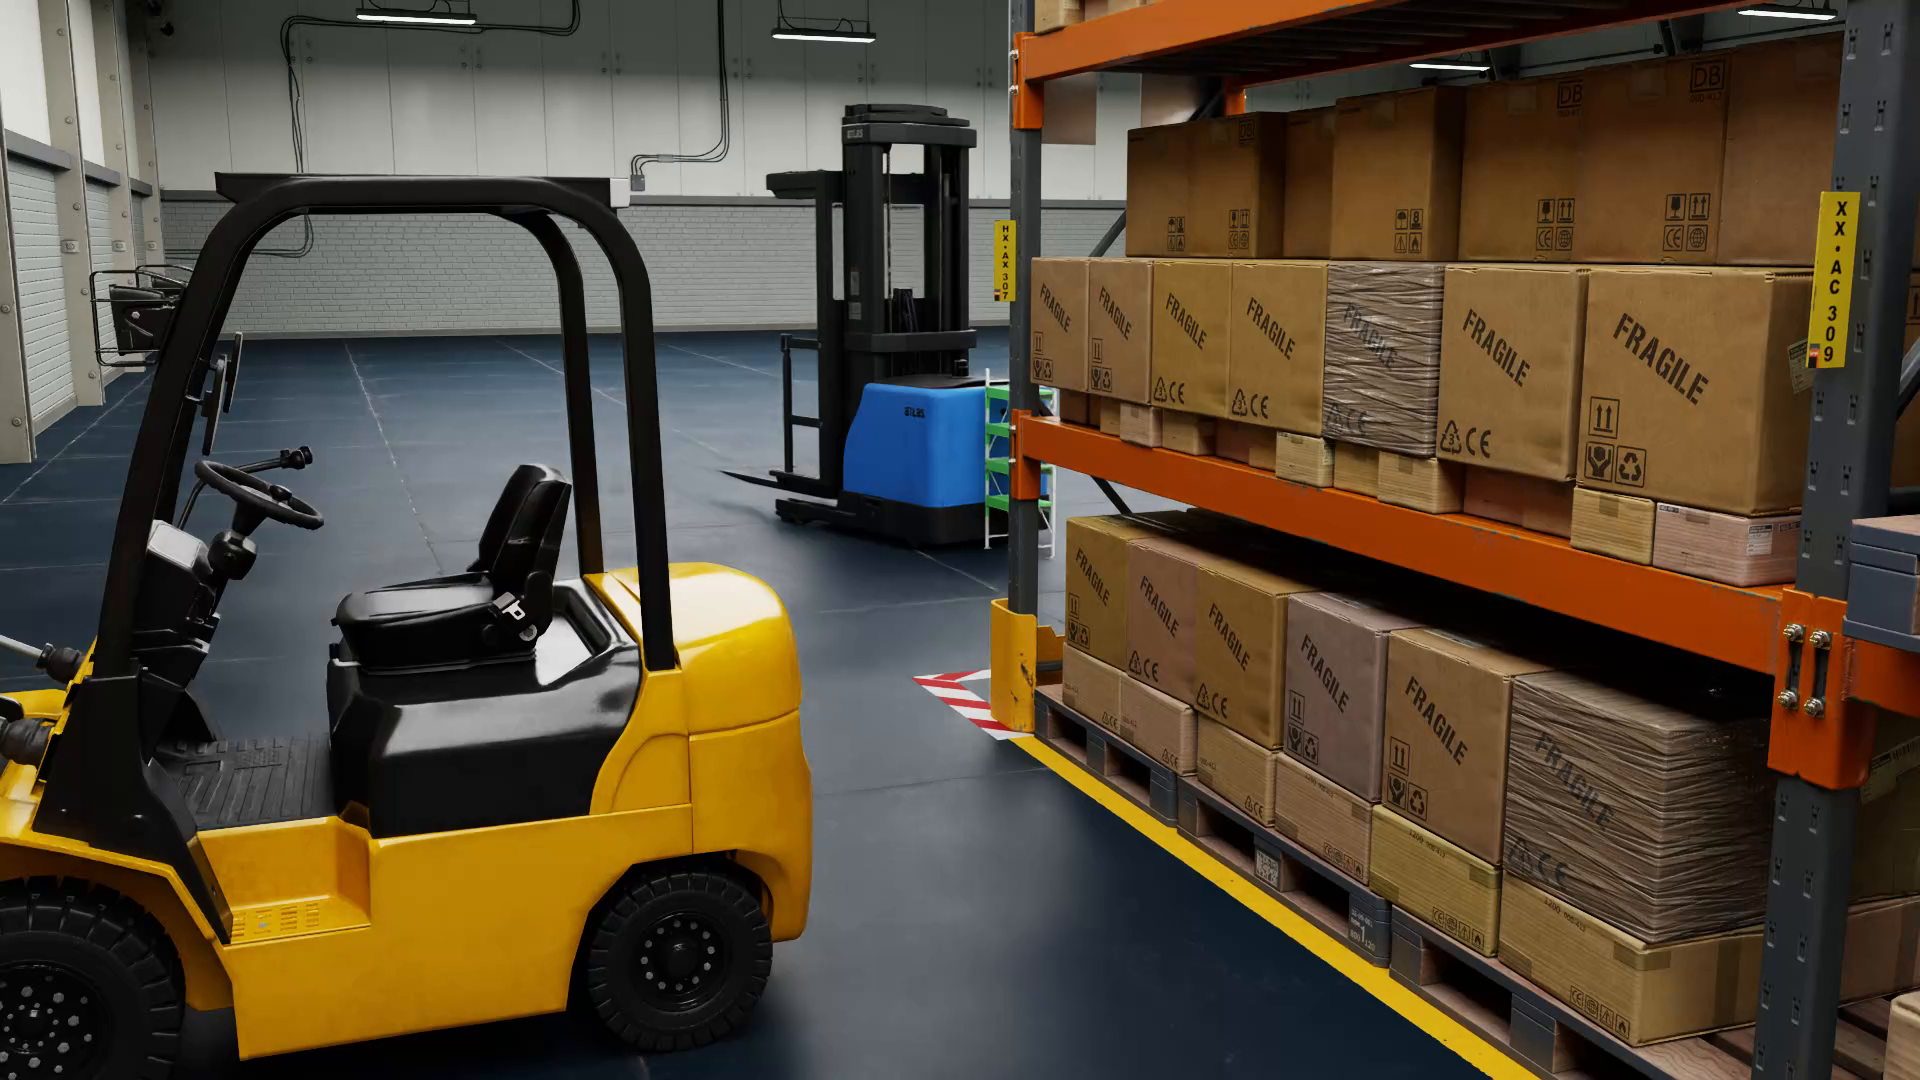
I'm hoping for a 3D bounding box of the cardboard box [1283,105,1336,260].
[{"bbox_3d":[1.538,-1.207,5.653,0.700,0.500,0.500,-4,11,-22],"label":"cardboard box"}]

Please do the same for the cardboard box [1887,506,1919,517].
[{"bbox_3d":[2.327,-0.044,3.819,0.380,0.149,0.250,-4,11,-21],"label":"cardboard box"}]

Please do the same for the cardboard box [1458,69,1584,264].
[{"bbox_3d":[1.863,-1.038,4.699,0.700,0.500,0.500,-4,11,-22],"label":"cardboard box"}]

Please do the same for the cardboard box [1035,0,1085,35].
[{"bbox_3d":[0.510,-2.027,6.403,0.380,0.149,0.250,-4,11,-21],"label":"cardboard box"}]

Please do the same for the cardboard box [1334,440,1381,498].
[{"bbox_3d":[1.305,-0.215,4.778,0.380,0.149,0.250,-4,11,-22],"label":"cardboard box"}]

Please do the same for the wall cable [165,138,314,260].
[{"bbox_3d":[-15.227,-7.149,34.780,3.097,2.526,0.112,-4,11,-21],"label":"wall cable"}]

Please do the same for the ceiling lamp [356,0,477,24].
[{"bbox_3d":[-9.565,-10.657,28.970,2.000,3.185,0.800,-4,11,-21],"label":"ceiling lamp"}]

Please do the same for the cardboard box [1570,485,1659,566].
[{"bbox_3d":[1.645,-0.046,3.828,0.380,0.149,0.250,-4,11,-20],"label":"cardboard box"}]

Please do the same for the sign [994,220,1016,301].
[{"bbox_3d":[0.187,-1.140,6.795,0.100,0.325,0.005,-4,11,-21],"label":"sign"}]

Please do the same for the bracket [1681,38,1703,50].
[{"bbox_3d":[15.961,-10.814,36.243,0.235,0.232,0.430,-4,11,-21],"label":"bracket"}]

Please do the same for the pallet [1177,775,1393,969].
[{"bbox_3d":[1.420,0.970,5.363,1.003,0.211,1.213,-4,11,-21],"label":"pallet"}]

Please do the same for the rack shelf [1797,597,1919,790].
[{"bbox_3d":[2.867,0.585,1.622,1.077,0.370,4.000,-4,11,-21],"label":"rack shelf"}]

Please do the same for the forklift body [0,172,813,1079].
[{"bbox_3d":[-1.545,0.179,4.275,2.313,2.155,1.214,-4,11,-21],"label":"forklift body"}]

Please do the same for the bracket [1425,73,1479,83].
[{"bbox_3d":[12.841,-12.220,44.143,0.076,0.066,3.189,-4,11,-21],"label":"bracket"}]

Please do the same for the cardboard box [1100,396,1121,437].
[{"bbox_3d":[0.748,-0.468,6.202,0.380,0.149,0.250,-4,11,-23],"label":"cardboard box"}]

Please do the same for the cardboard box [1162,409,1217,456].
[{"bbox_3d":[0.922,-0.383,5.727,0.380,0.149,0.250,-4,11,-19],"label":"cardboard box"}]

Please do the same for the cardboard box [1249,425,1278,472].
[{"bbox_3d":[1.142,-0.299,5.253,0.380,0.149,0.250,-4,11,-22],"label":"cardboard box"}]

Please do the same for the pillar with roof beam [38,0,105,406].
[{"bbox_3d":[-7.031,-6.427,21.857,9.100,9.000,0.400,-4,11,-21],"label":"pillar with roof beam"}]

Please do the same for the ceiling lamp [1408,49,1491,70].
[{"bbox_3d":[10.744,-12.040,36.745,2.000,3.185,0.800,-4,11,-21],"label":"ceiling lamp"}]

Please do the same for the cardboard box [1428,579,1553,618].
[{"bbox_3d":[1.789,0.397,5.133,0.500,0.500,0.500,-3,11,-18],"label":"cardboard box"}]

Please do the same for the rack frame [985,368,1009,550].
[{"bbox_3d":[0.275,-0.538,11.019,0.240,1.200,0.015,-5,11,-28],"label":"rack frame"}]

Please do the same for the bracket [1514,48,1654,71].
[{"bbox_3d":[14.721,-11.373,39.384,0.076,0.066,4.783,-4,11,-21],"label":"bracket"}]

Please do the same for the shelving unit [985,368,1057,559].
[{"bbox_3d":[0.390,-0.500,10.807,0.258,1.200,0.503,-5,11,-28],"label":"shelving unit"}]

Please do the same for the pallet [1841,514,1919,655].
[{"bbox_3d":[2.283,0.133,2.657,1.003,0.211,1.213,-4,11,-21],"label":"pallet"}]

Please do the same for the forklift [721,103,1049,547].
[{"bbox_3d":[-0.698,-1.603,12.060,1.130,2.935,3.031,-8,13,-38],"label":"forklift"}]

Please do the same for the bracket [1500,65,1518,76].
[{"bbox_3d":[13.787,-11.794,41.749,0.235,0.232,0.430,-4,11,-21],"label":"bracket"}]

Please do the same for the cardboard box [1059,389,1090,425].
[{"bbox_3d":[0.623,-0.556,6.701,0.380,0.149,0.250,-4,11,-21],"label":"cardboard box"}]

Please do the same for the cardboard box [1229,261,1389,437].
[{"bbox_3d":[1.174,-0.600,5.091,0.500,0.500,0.500,-4,11,-22],"label":"cardboard box"}]

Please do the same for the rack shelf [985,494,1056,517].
[{"bbox_3d":[0.390,-0.201,10.860,0.258,0.148,0.480,-5,11,-28],"label":"rack shelf"}]

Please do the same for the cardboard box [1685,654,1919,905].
[{"bbox_3d":[2.180,0.569,4.170,0.500,0.500,0.500,-3,11,-18],"label":"cardboard box"}]

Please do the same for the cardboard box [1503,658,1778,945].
[{"bbox_3d":[1.677,0.602,3.979,0.500,0.500,0.500,-4,11,-22],"label":"cardboard box"}]

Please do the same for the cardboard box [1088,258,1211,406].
[{"bbox_3d":[0.796,-0.765,6.022,0.500,0.500,0.500,-4,11,-19],"label":"cardboard box"}]

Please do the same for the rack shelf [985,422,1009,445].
[{"bbox_3d":[0.390,-0.674,10.776,0.258,0.148,0.480,-5,11,-28],"label":"rack shelf"}]

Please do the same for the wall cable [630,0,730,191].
[{"bbox_3d":[-6.373,-10.952,37.583,2.305,6.003,0.169,-4,11,-21],"label":"wall cable"}]

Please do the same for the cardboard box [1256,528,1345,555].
[{"bbox_3d":[1.418,0.228,6.083,0.500,0.500,0.500,-3,11,-19],"label":"cardboard box"}]

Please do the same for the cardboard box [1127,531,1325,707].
[{"bbox_3d":[0.930,0.267,5.864,0.500,0.500,0.500,-4,11,-23],"label":"cardboard box"}]

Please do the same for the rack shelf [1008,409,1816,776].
[{"bbox_3d":[1.417,-0.068,5.292,1.077,0.370,4.000,-4,11,-21],"label":"rack shelf"}]

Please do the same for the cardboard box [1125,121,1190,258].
[{"bbox_3d":[1.081,-1.367,6.551,0.700,0.500,0.500,-4,11,-22],"label":"cardboard box"}]

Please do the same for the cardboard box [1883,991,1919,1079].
[{"bbox_3d":[2.334,1.077,3.107,0.950,0.372,0.625,-4,11,-20],"label":"cardboard box"}]

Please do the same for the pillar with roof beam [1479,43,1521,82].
[{"bbox_3d":[9.955,-9.839,41.035,9.100,9.000,0.548,-4,11,-21],"label":"pillar with roof beam"}]

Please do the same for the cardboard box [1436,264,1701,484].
[{"bbox_3d":[1.556,-0.432,4.148,0.500,0.500,0.500,-4,11,-19],"label":"cardboard box"}]

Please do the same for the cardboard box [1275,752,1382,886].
[{"bbox_3d":[1.295,0.802,4.998,0.500,0.250,0.500,-4,11,-20],"label":"cardboard box"}]

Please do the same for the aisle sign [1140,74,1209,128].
[{"bbox_3d":[0.940,-2.057,6.997,0.394,0.787,0.004,-4,11,-21],"label":"aisle sign"}]

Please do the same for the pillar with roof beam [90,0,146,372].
[{"bbox_3d":[-9.205,-7.407,27.363,9.100,9.000,0.548,-4,11,-21],"label":"pillar with roof beam"}]

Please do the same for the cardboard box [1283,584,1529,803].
[{"bbox_3d":[1.306,0.436,4.913,0.500,0.500,0.500,-3,11,-18],"label":"cardboard box"}]

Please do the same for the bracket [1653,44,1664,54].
[{"bbox_3d":[15.661,-10.950,37.004,0.235,0.232,0.430,-4,11,-21],"label":"bracket"}]

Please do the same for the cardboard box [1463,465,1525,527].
[{"bbox_3d":[1.546,-0.135,4.329,0.380,0.149,0.250,-4,11,-22],"label":"cardboard box"}]

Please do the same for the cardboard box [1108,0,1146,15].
[{"bbox_3d":[0.753,-1.945,5.939,0.380,0.149,0.250,-4,11,-19],"label":"cardboard box"}]

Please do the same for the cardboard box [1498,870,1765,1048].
[{"bbox_3d":[1.677,0.972,4.044,0.500,0.250,0.500,-3,11,-18],"label":"cardboard box"}]

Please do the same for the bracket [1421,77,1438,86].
[{"bbox_3d":[12.627,-12.316,44.685,0.235,0.232,0.430,-4,11,-21],"label":"bracket"}]

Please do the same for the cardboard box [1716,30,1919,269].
[{"bbox_3d":[2.185,-0.869,3.752,0.700,0.500,0.500,-4,11,-21],"label":"cardboard box"}]

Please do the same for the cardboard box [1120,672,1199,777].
[{"bbox_3d":[0.905,0.631,5.958,0.500,0.250,0.500,-3,11,-19],"label":"cardboard box"}]
